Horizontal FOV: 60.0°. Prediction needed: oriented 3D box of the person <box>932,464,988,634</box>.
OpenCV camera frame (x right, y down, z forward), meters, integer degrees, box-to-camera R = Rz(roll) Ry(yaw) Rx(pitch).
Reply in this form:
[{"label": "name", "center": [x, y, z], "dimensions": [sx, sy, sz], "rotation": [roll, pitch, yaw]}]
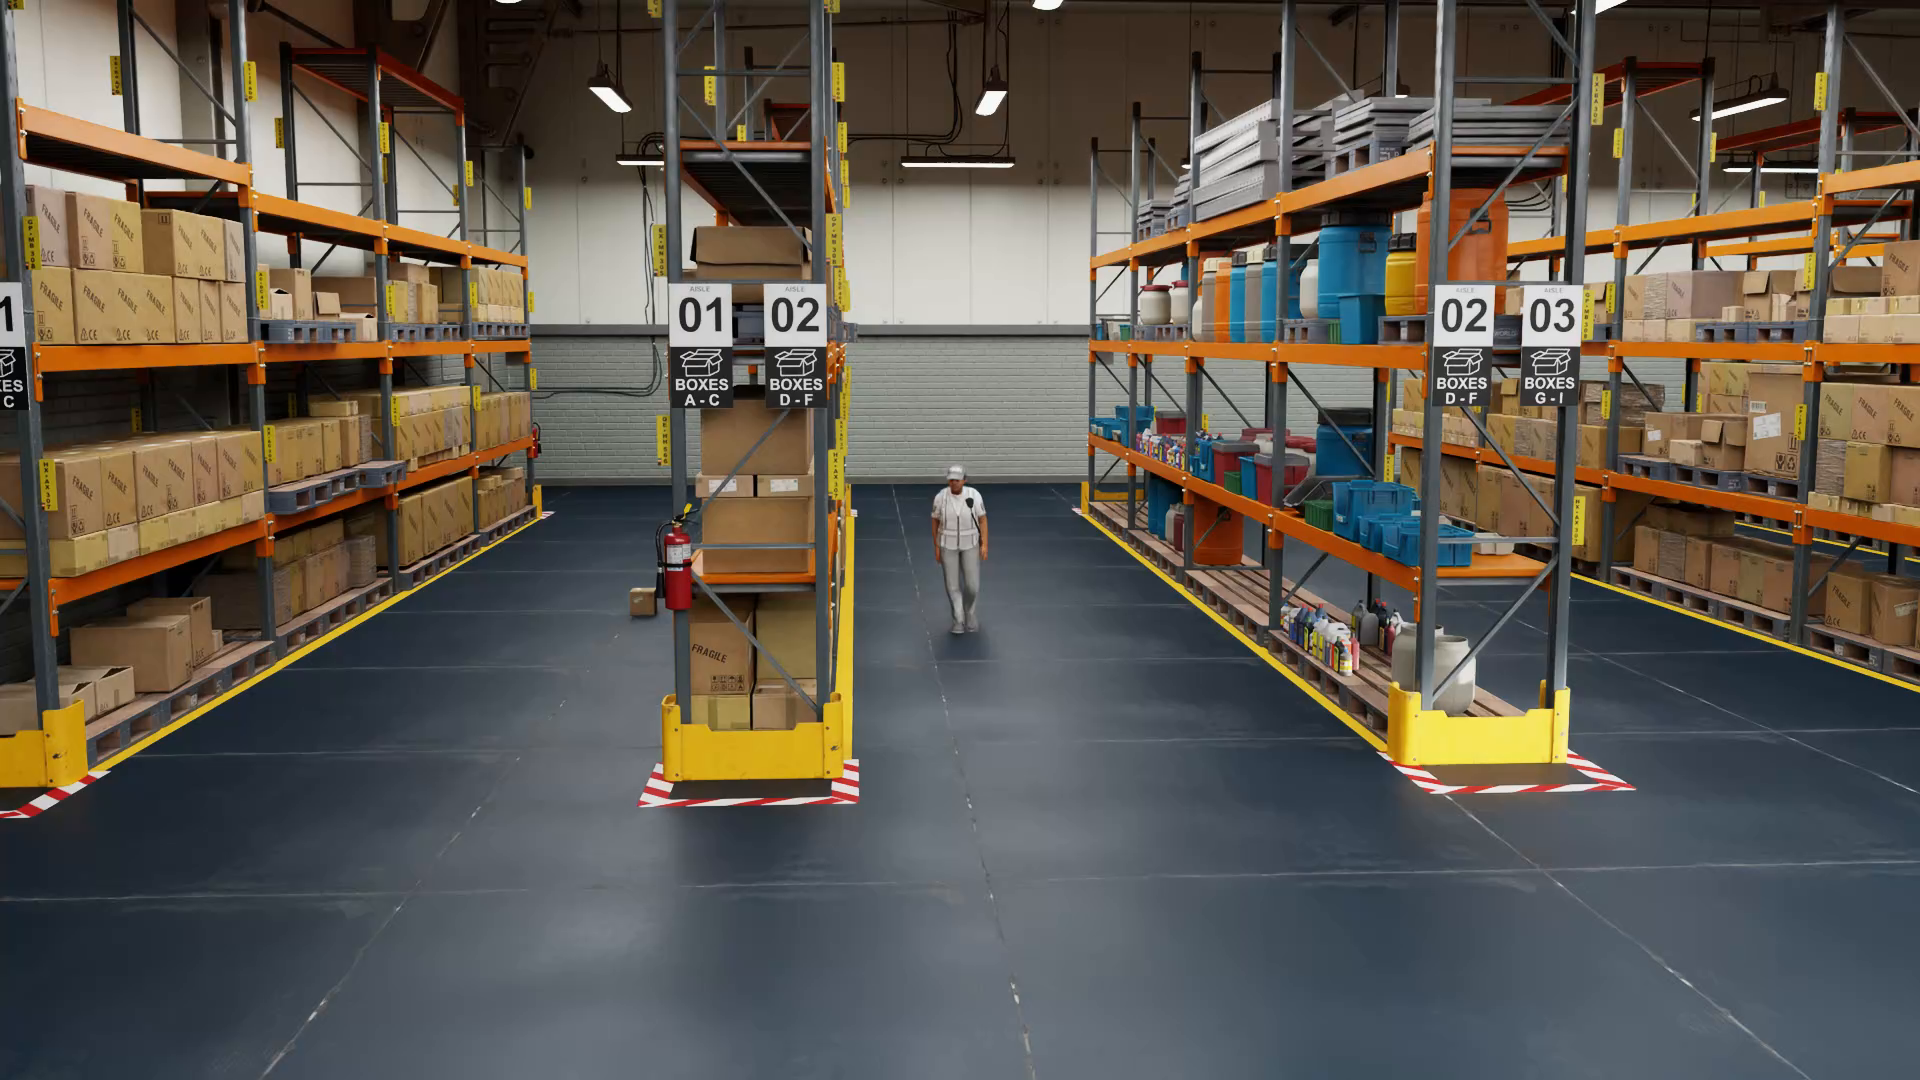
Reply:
[{"label": "person", "center": [-0.004, 0.088, 16.016], "dimensions": [0.546, 1.651, 0.482], "rotation": [0, 7, 3]}]
